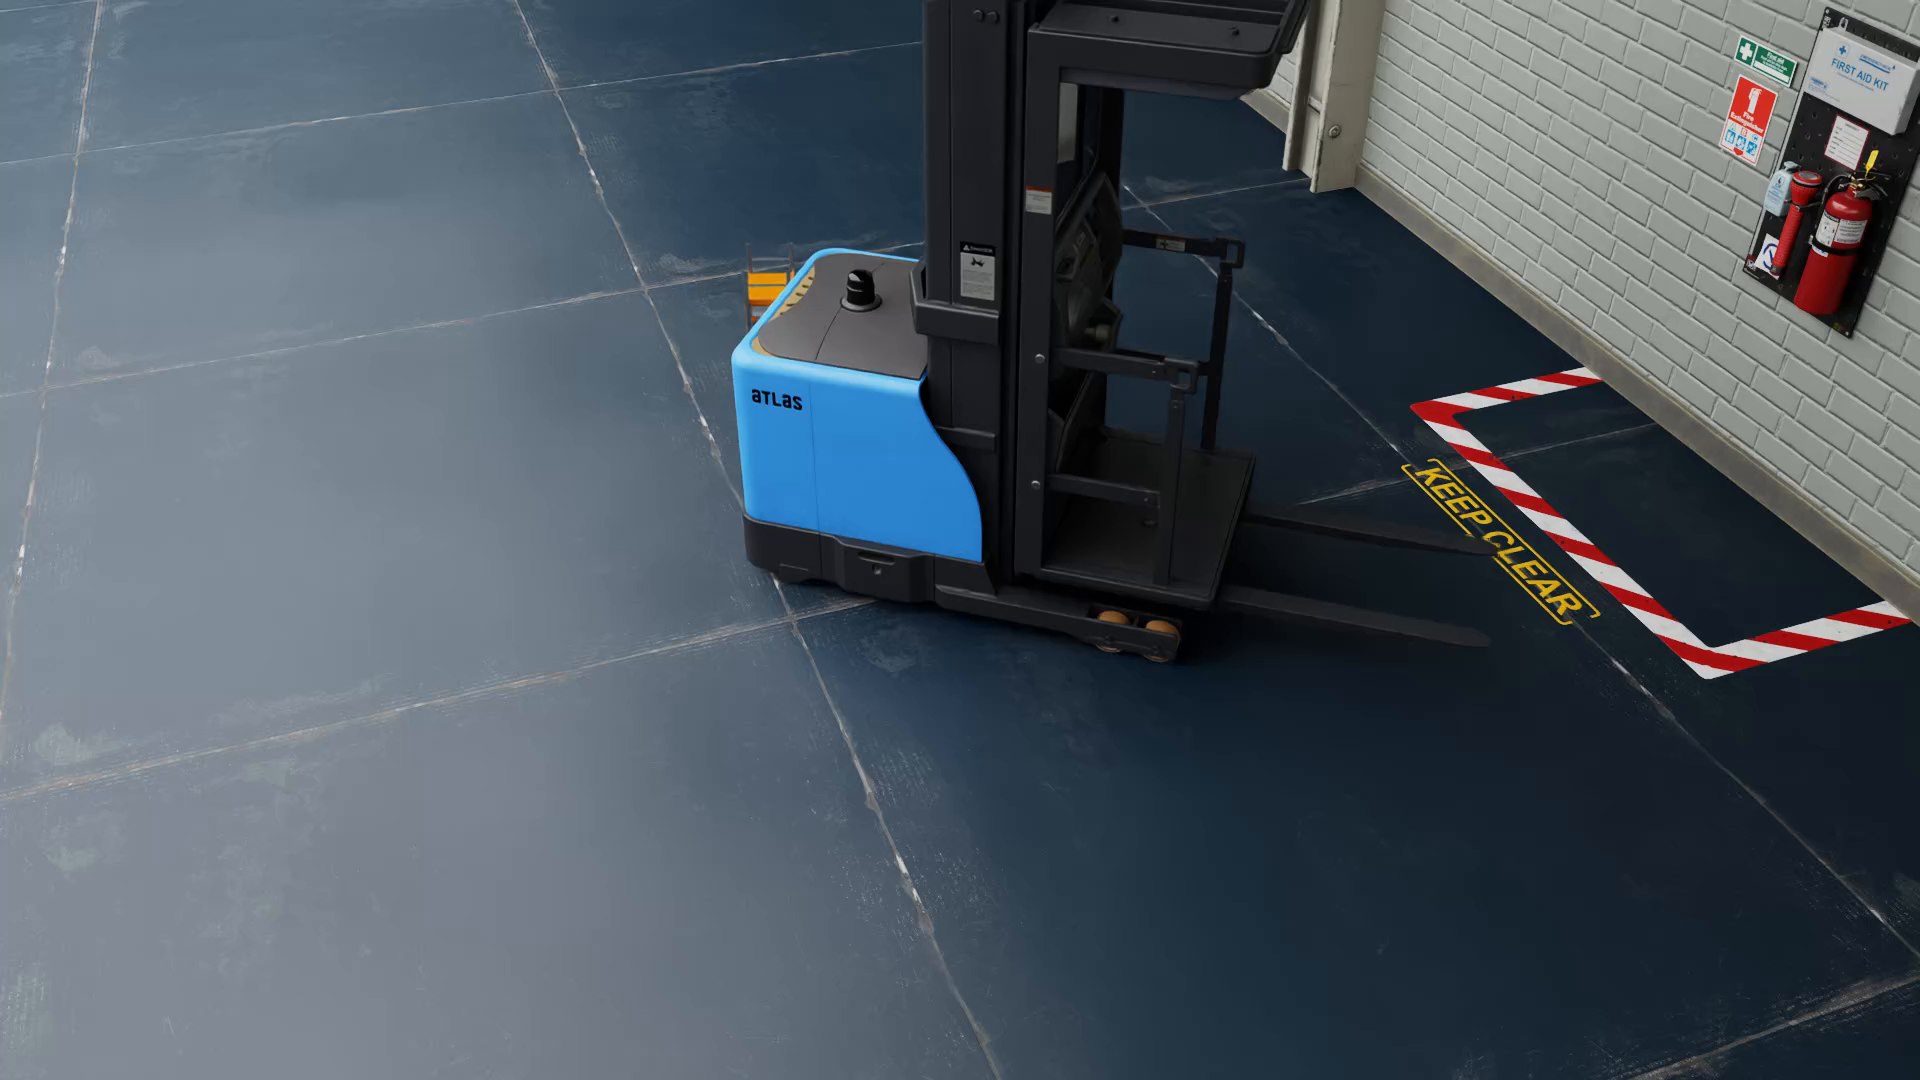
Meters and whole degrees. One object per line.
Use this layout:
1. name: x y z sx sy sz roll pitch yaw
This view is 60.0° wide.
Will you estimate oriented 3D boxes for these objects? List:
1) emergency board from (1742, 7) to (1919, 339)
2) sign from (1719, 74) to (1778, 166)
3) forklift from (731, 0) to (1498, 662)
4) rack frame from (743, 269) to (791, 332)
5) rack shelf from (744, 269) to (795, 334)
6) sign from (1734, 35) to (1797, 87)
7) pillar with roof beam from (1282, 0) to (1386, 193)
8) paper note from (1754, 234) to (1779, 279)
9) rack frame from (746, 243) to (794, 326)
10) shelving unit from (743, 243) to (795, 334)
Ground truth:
1. emergency board: 3.461 -1.447 6.678 0.194 1.169 0.643 -12 39 -16
2. sign: 3.368 -1.795 7.110 0.001 0.329 0.234 -12 39 -16
3. forklift: 0.669 -1.046 6.202 3.031 2.935 1.130 11 38 14
4. rack frame: -0.818 -0.720 7.333 0.200 1.050 0.008 -1 37 -2
5. rack shelf: -0.822 -1.011 7.266 0.215 0.259 0.240 -1 37 -2
6. sign: 3.361 -2.002 6.945 0.001 0.109 0.331 -12 39 -16
7. pillar with roof beam: -1.831 -4.937 6.326 9.100 9.000 0.400 -12 39 -16
8. paper note: 3.465 -1.209 7.095 0.016 0.148 0.142 -12 39 -16
9. rack frame: -0.827 -0.866 7.528 0.200 1.050 0.008 -1 37 -2
10. shelving unit: -0.822 -0.793 7.430 0.215 1.050 0.252 -1 37 -2
